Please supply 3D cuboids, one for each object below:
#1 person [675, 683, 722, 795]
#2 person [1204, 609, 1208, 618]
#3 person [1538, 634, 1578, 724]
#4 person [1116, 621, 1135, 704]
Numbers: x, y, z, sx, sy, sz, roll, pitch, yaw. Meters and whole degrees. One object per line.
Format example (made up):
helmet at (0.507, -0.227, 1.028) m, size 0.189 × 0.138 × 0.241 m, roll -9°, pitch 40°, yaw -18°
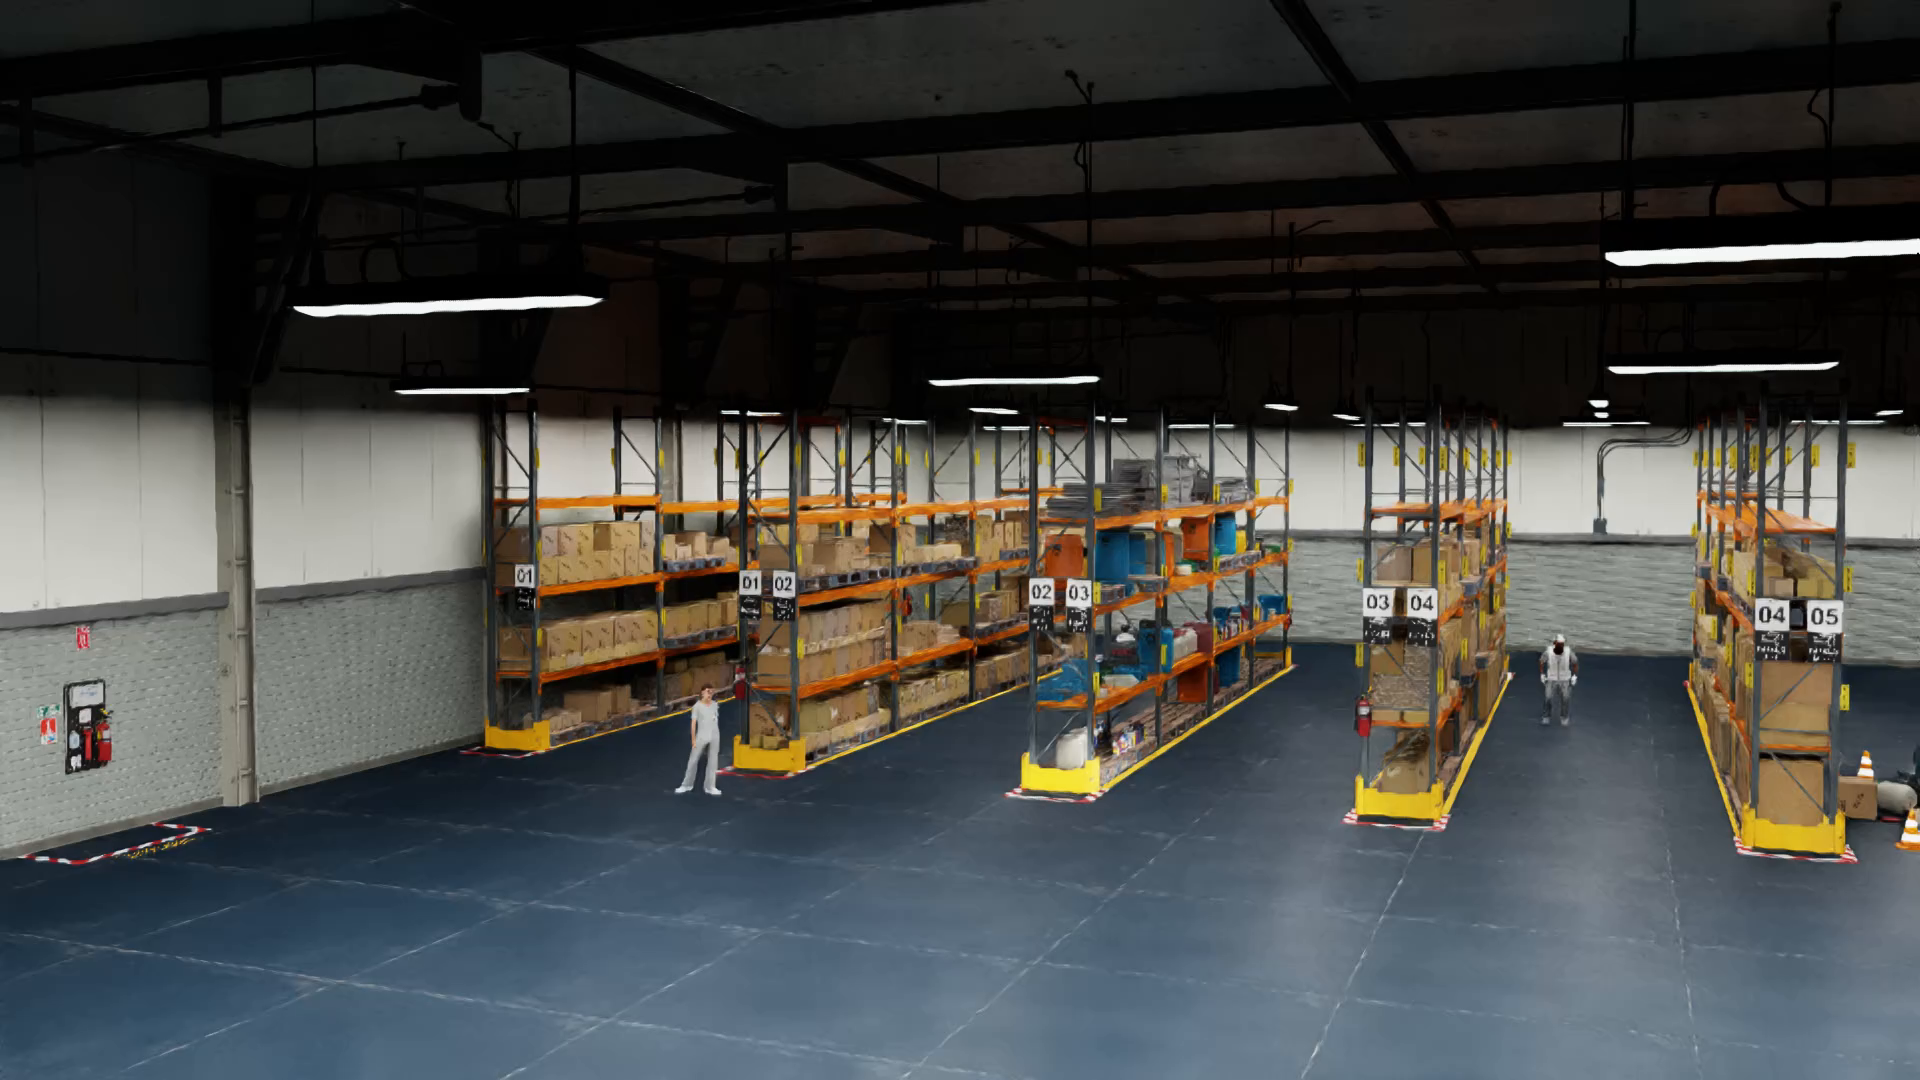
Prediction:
person at (-3.902, 2.954, 24.730) m, size 0.643 × 1.666 × 0.467 m, roll -1°, pitch 3°, yaw -25°
person at (5.653, 2.343, 37.695) m, size 0.528 × 1.587 × 0.597 m, roll 1°, pitch 3°, yaw 25°
person at (11.205, 2.606, 31.160) m, size 0.702 × 1.735 × 0.549 m, roll 1°, pitch 3°, yaw 20°
person at (3.351, 2.482, 33.906) m, size 0.573 × 1.667 × 0.544 m, roll -2°, pitch 4°, yaw -37°
